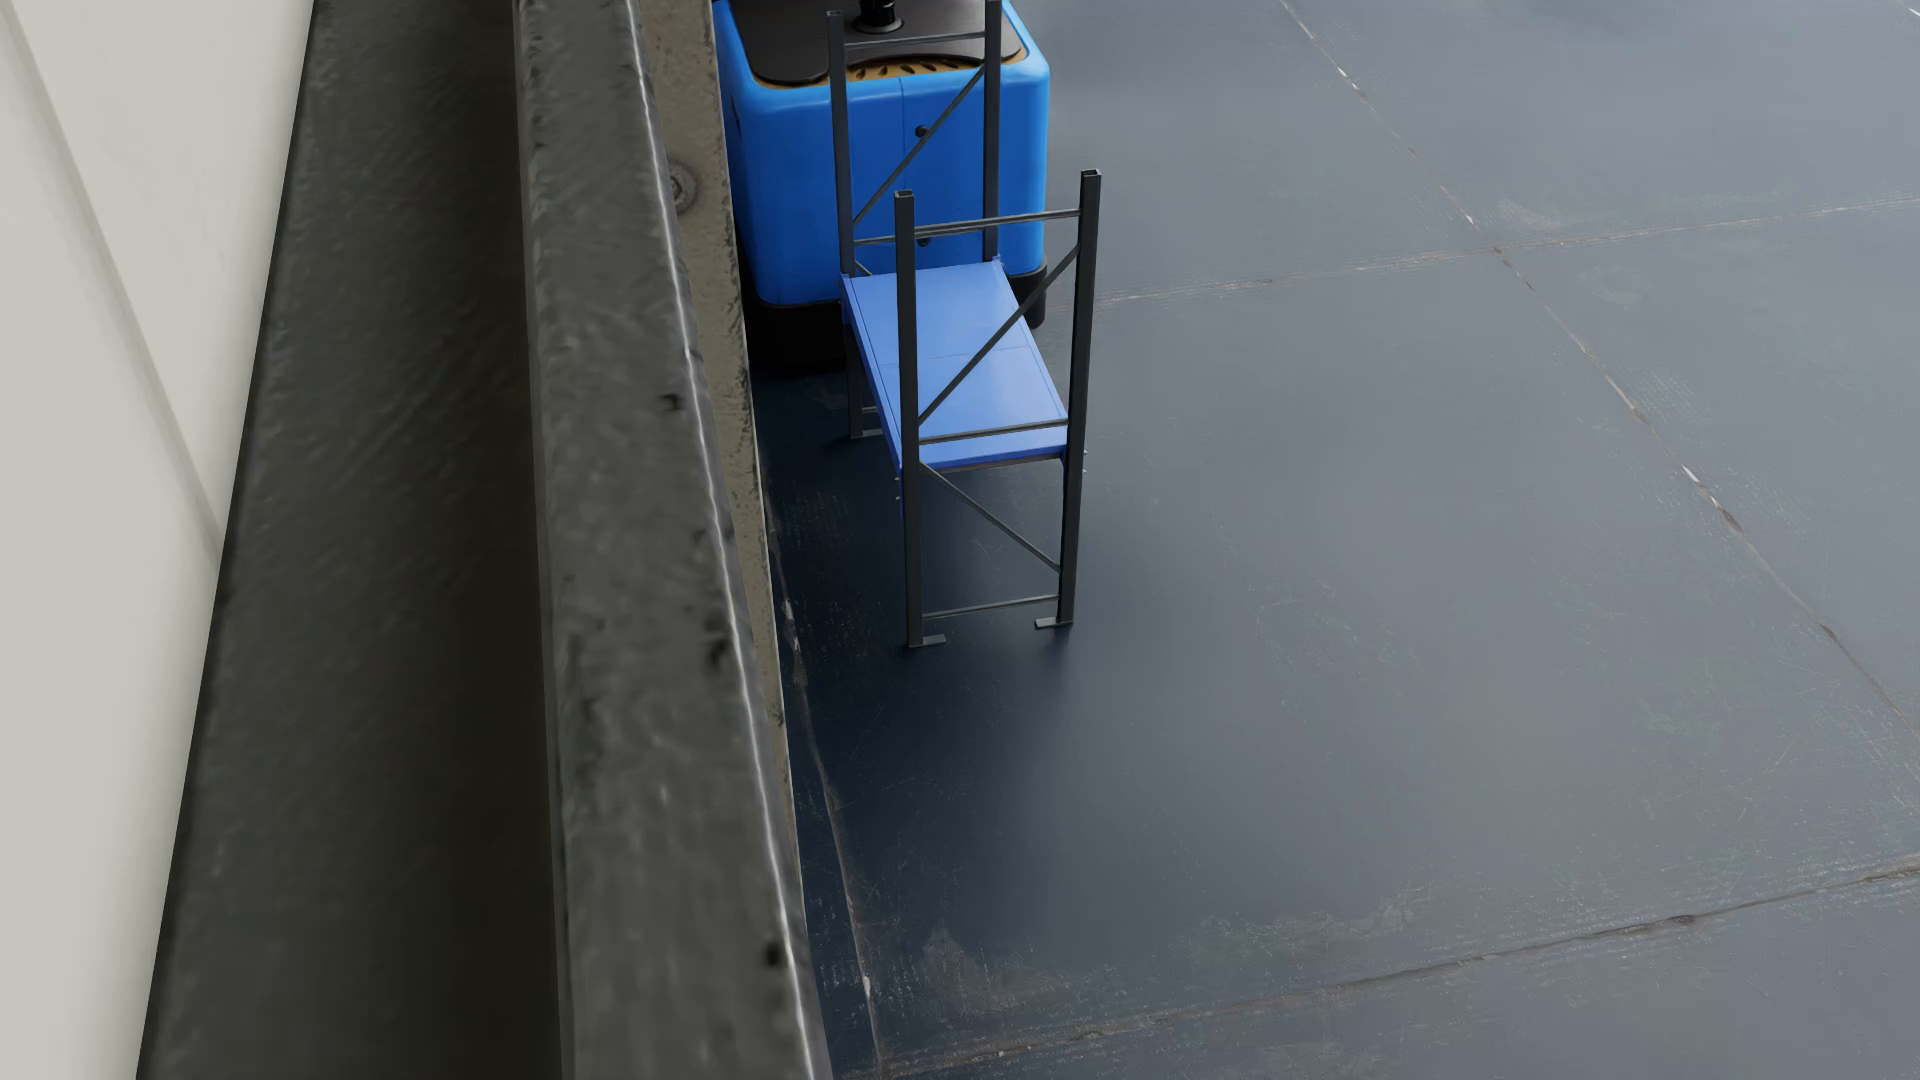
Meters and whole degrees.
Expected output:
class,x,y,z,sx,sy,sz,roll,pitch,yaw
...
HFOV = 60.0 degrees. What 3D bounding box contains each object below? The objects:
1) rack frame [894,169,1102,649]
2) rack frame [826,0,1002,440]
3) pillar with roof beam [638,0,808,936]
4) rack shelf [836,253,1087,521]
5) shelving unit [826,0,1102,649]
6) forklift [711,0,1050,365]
class,x,y,z,sx,sy,sz,roll,pitch,yaw
rack frame,0.091,-0.287,4.443,0.500,1.500,0.032,-8,42,-9
rack frame,-0.128,-0.946,5.186,0.500,1.500,0.032,-8,42,-9
pillar with roof beam,3.726,-2.694,1.507,9.100,9.000,0.400,-8,42,-9
rack shelf,-0.018,-0.482,4.934,0.538,0.185,1.000,-8,42,-9
shelving unit,-0.018,-0.616,4.814,0.538,1.500,1.048,-8,42,-9
forklift,-0.537,-2.699,6.083,1.130,2.935,3.031,-9,42,-10
